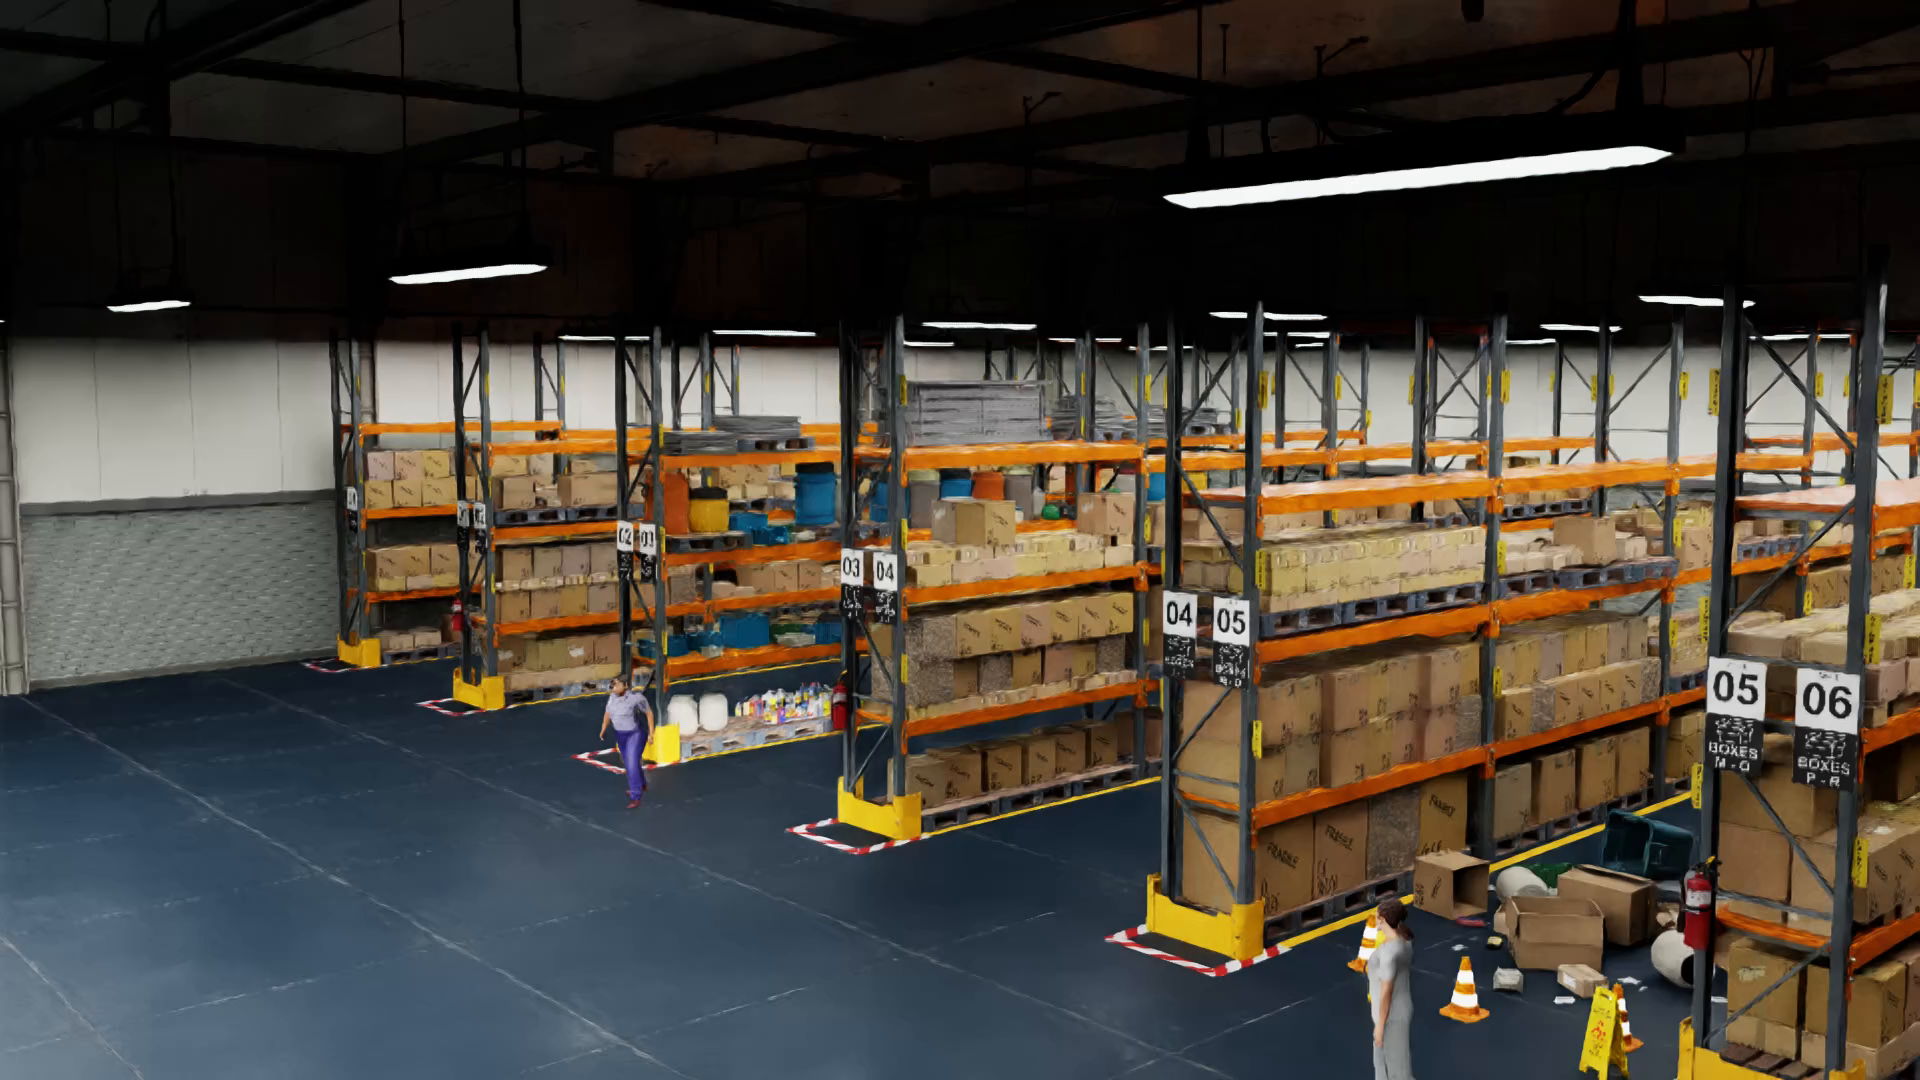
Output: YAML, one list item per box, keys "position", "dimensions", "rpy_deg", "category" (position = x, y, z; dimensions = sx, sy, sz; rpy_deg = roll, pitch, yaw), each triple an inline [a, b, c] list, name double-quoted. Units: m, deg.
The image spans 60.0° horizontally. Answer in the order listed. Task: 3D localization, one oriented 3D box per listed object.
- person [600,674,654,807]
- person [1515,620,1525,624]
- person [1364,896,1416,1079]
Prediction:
- position: [-3.969, 2.381, 20.176]
  dimensions: [0.656, 1.581, 0.818]
  rpy_deg: [3, 7, 32]
  category: "person"
- position: [8.397, 1.944, 24.779]
  dimensions: [0.948, 1.539, 0.432]
  rpy_deg: [-5, 8, -43]
  category: "person"
- position: [2.909, 3.236, 11.205]
  dimensions: [0.551, 1.673, 0.585]
  rpy_deg: [3, 6, 27]
  category: "person"
